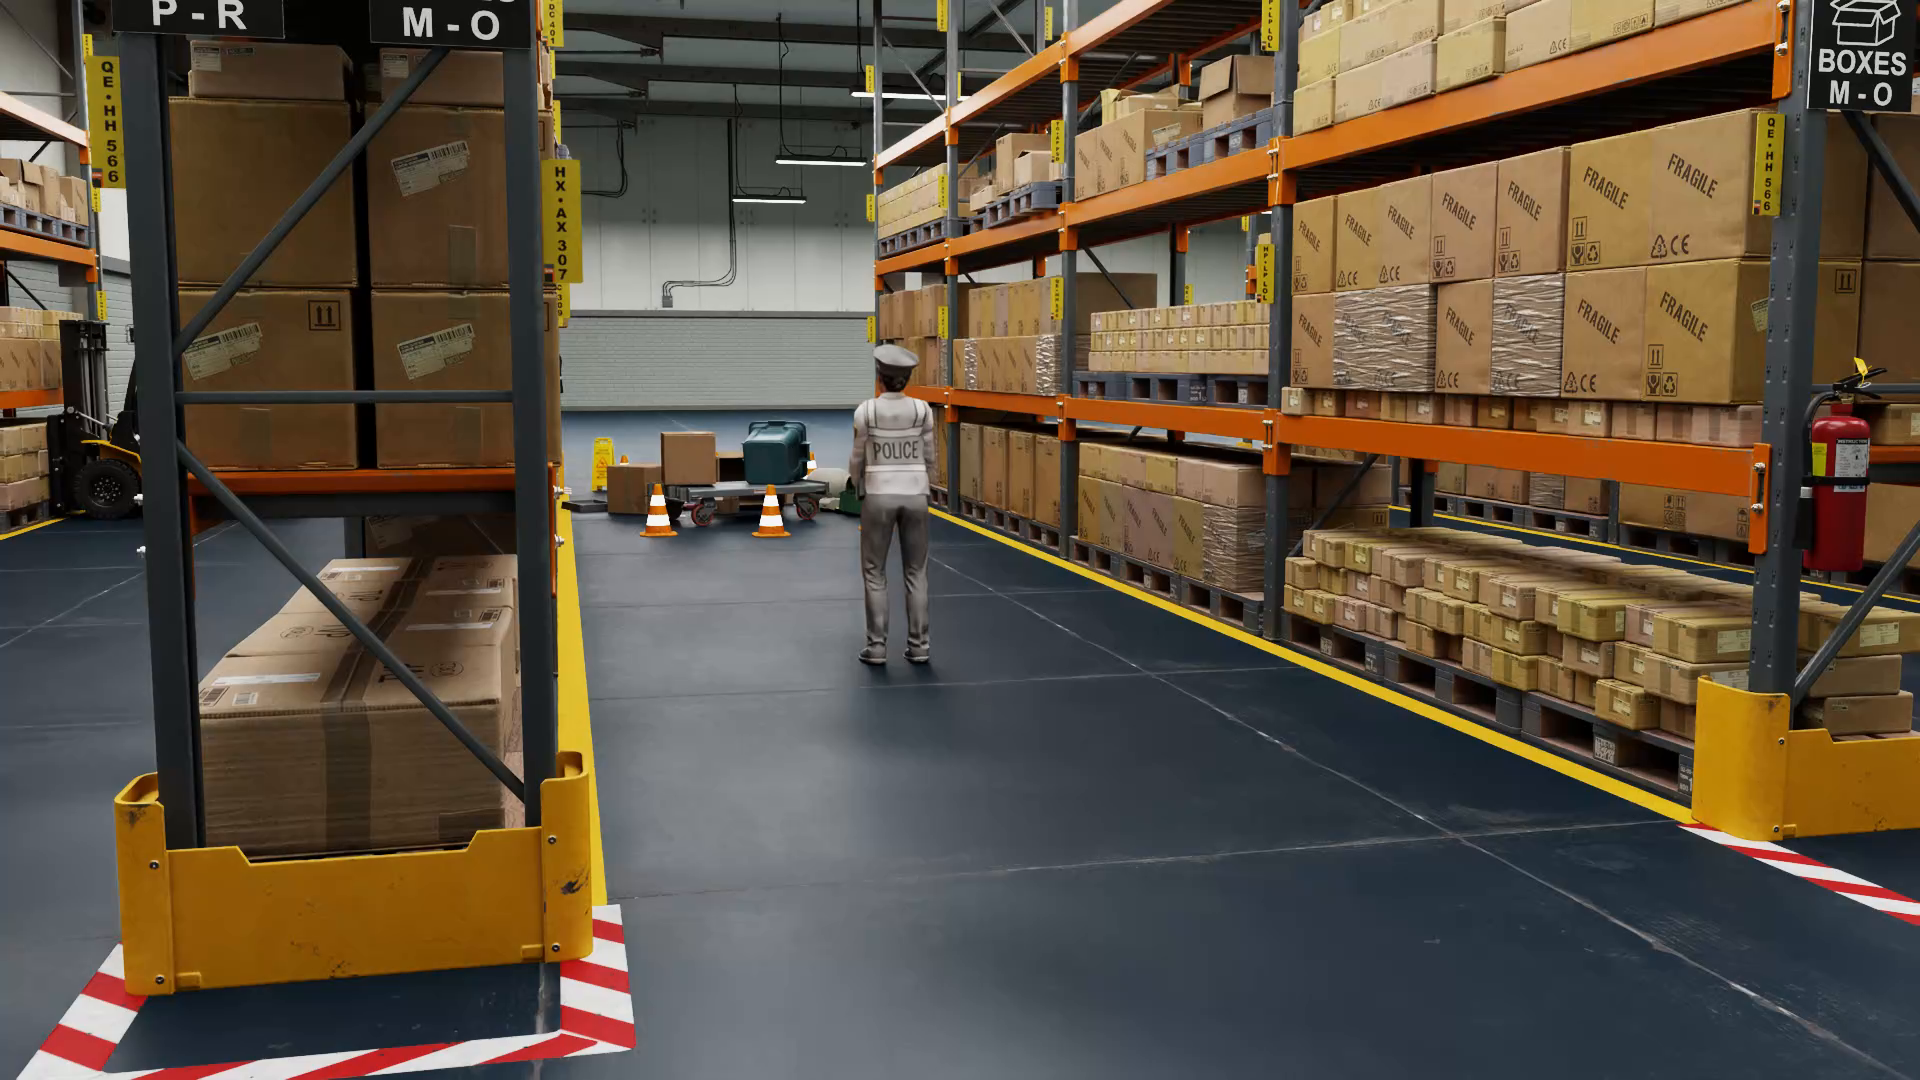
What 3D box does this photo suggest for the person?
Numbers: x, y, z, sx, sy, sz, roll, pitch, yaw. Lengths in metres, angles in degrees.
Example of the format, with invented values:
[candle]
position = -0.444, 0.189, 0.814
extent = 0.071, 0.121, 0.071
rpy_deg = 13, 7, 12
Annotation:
[person]
position = -0.363, -0.194, 8.862
extent = 0.457, 1.690, 0.539
rpy_deg = -1, 6, -13
